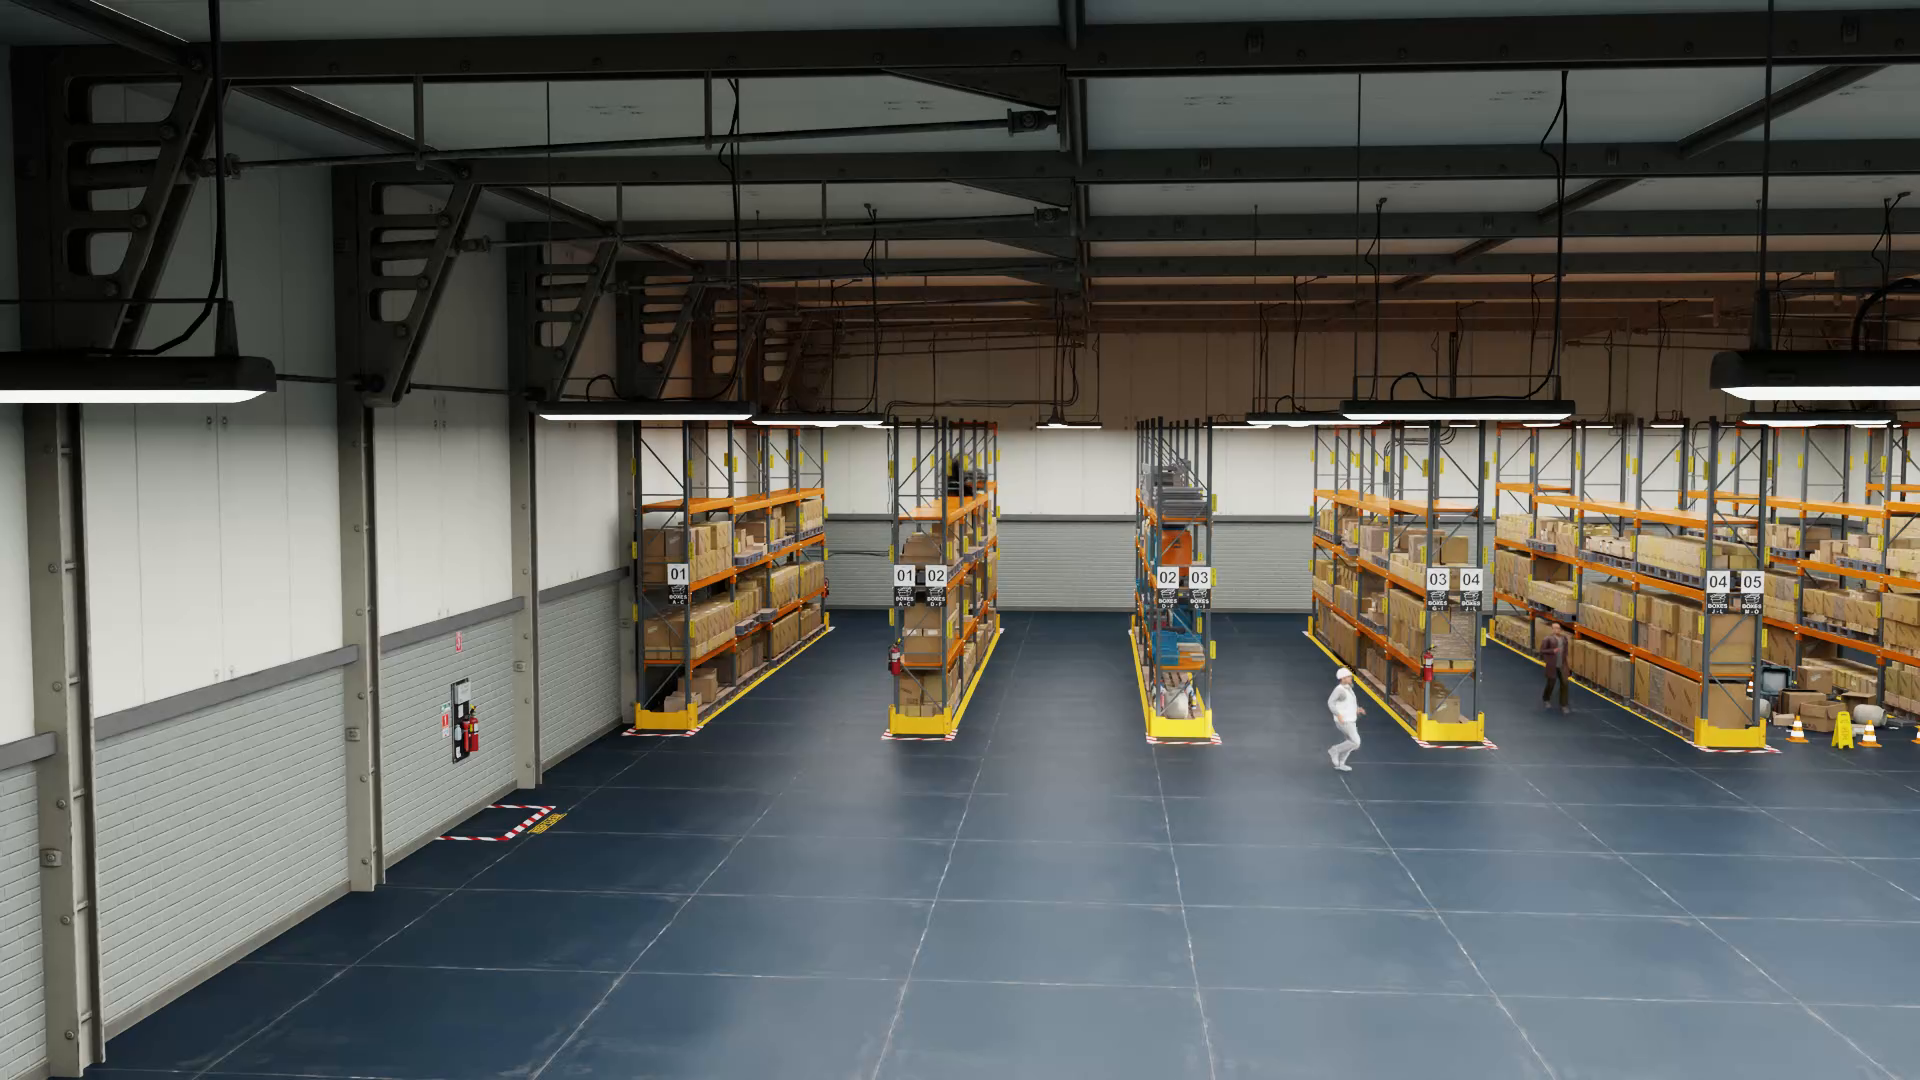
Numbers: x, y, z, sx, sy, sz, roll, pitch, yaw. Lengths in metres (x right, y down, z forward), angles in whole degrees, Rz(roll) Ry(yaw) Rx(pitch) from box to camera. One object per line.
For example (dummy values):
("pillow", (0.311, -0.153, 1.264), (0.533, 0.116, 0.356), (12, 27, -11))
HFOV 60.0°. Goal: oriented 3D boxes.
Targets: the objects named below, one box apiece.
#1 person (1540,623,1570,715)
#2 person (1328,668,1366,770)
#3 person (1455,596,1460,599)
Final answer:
("person", (12.160, 2.597, 33.933), (0.690, 1.819, 0.910), (0, 4, -3))
("person", (6.532, 3.027, 28.024), (0.570, 1.731, 0.658), (2, 4, 31))
("person", (13.544, 1.926, 45.835), (0.615, 1.650, 0.855), (1, 4, 21))
